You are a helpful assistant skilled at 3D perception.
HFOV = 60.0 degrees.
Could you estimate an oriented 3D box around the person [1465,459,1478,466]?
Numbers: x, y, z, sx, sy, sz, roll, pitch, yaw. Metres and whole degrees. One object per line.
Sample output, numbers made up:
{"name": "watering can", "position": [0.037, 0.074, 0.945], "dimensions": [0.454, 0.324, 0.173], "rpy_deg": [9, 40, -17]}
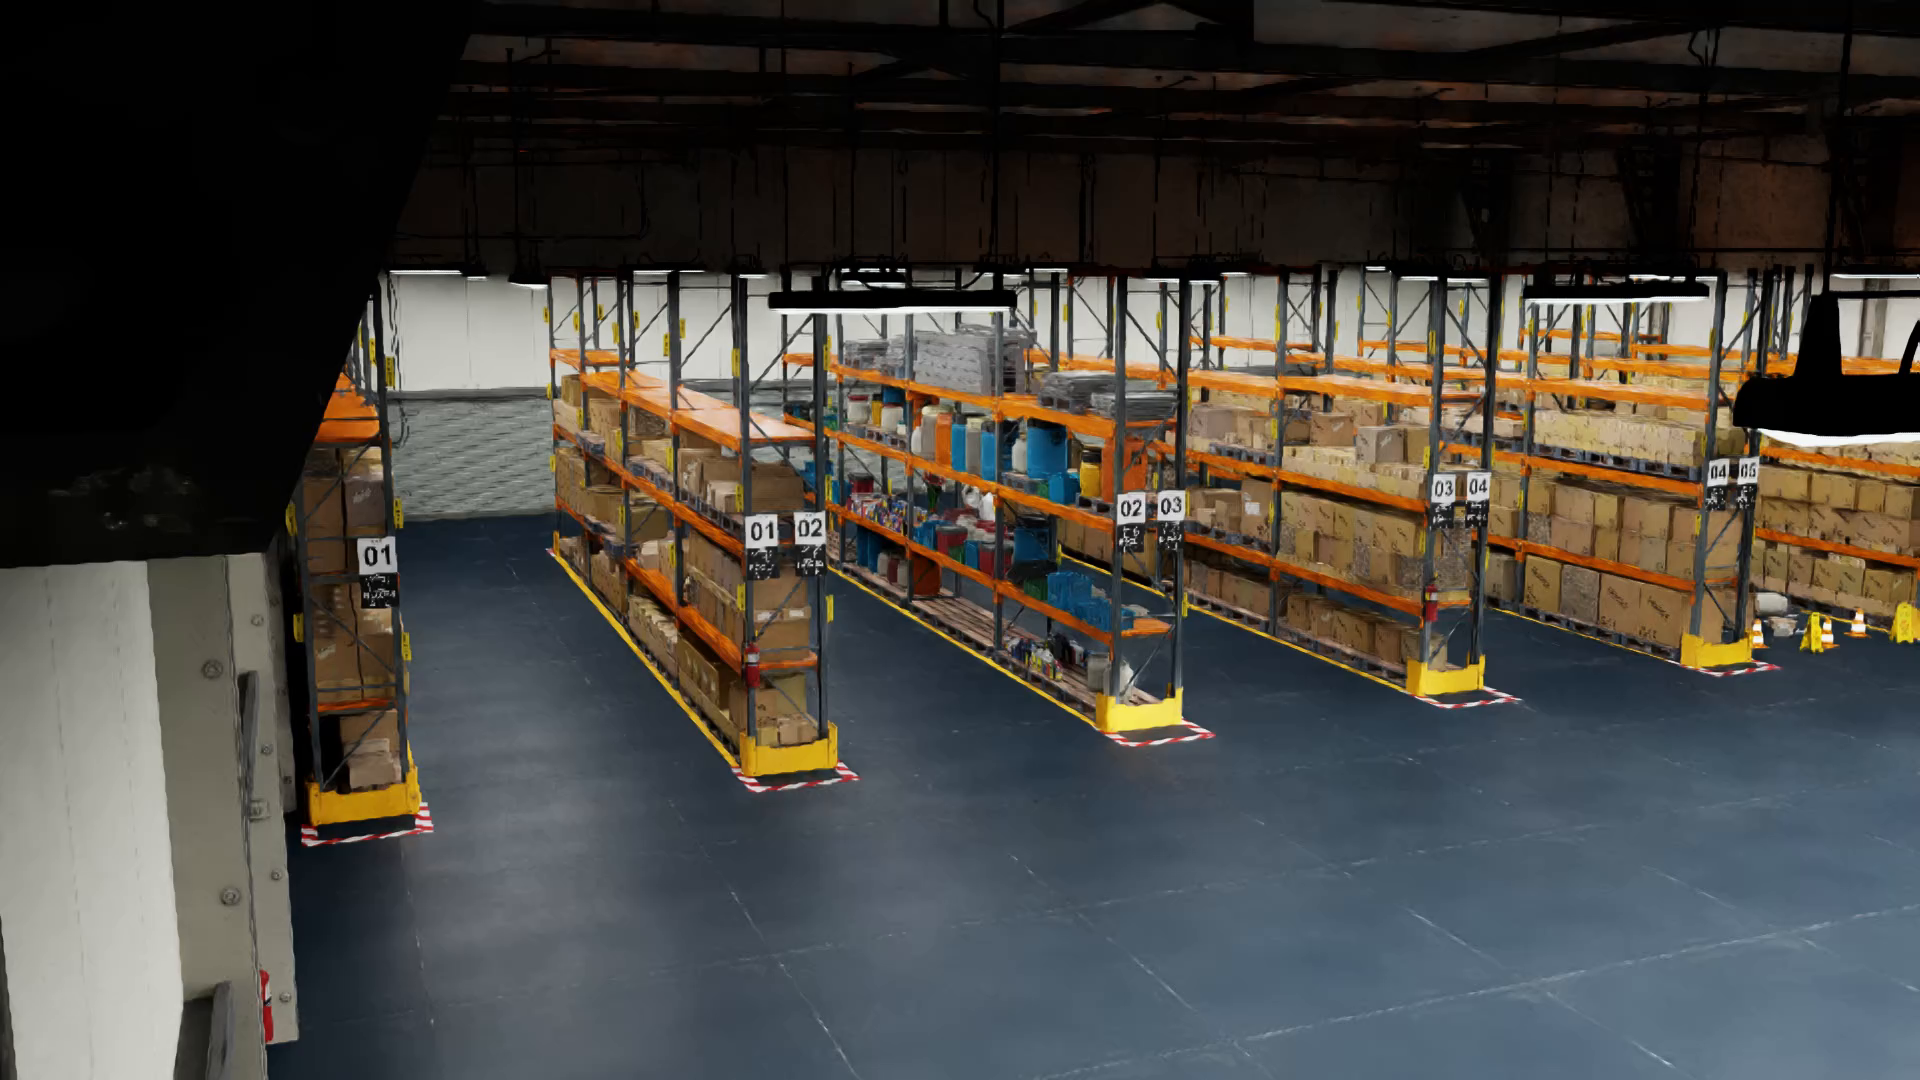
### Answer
{"name": "person", "position": [11.189, -0.892, 36.531], "dimensions": [0.588, 1.785, 0.667], "rpy_deg": [0, 10, -3]}

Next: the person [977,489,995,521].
{"name": "person", "position": [0.495, -0.218, 32.973], "dimensions": [0.636, 1.667, 0.675], "rpy_deg": [1, 10, 6]}

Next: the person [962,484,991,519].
{"name": "person", "position": [0.370, -0.749, 36.006], "dimensions": [0.676, 1.726, 0.574], "rpy_deg": [-4, 11, -22]}

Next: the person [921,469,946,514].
{"name": "person", "position": [-0.579, -1.301, 39.081], "dimensions": [0.550, 1.709, 1.128], "rpy_deg": [-4, 11, -23]}
